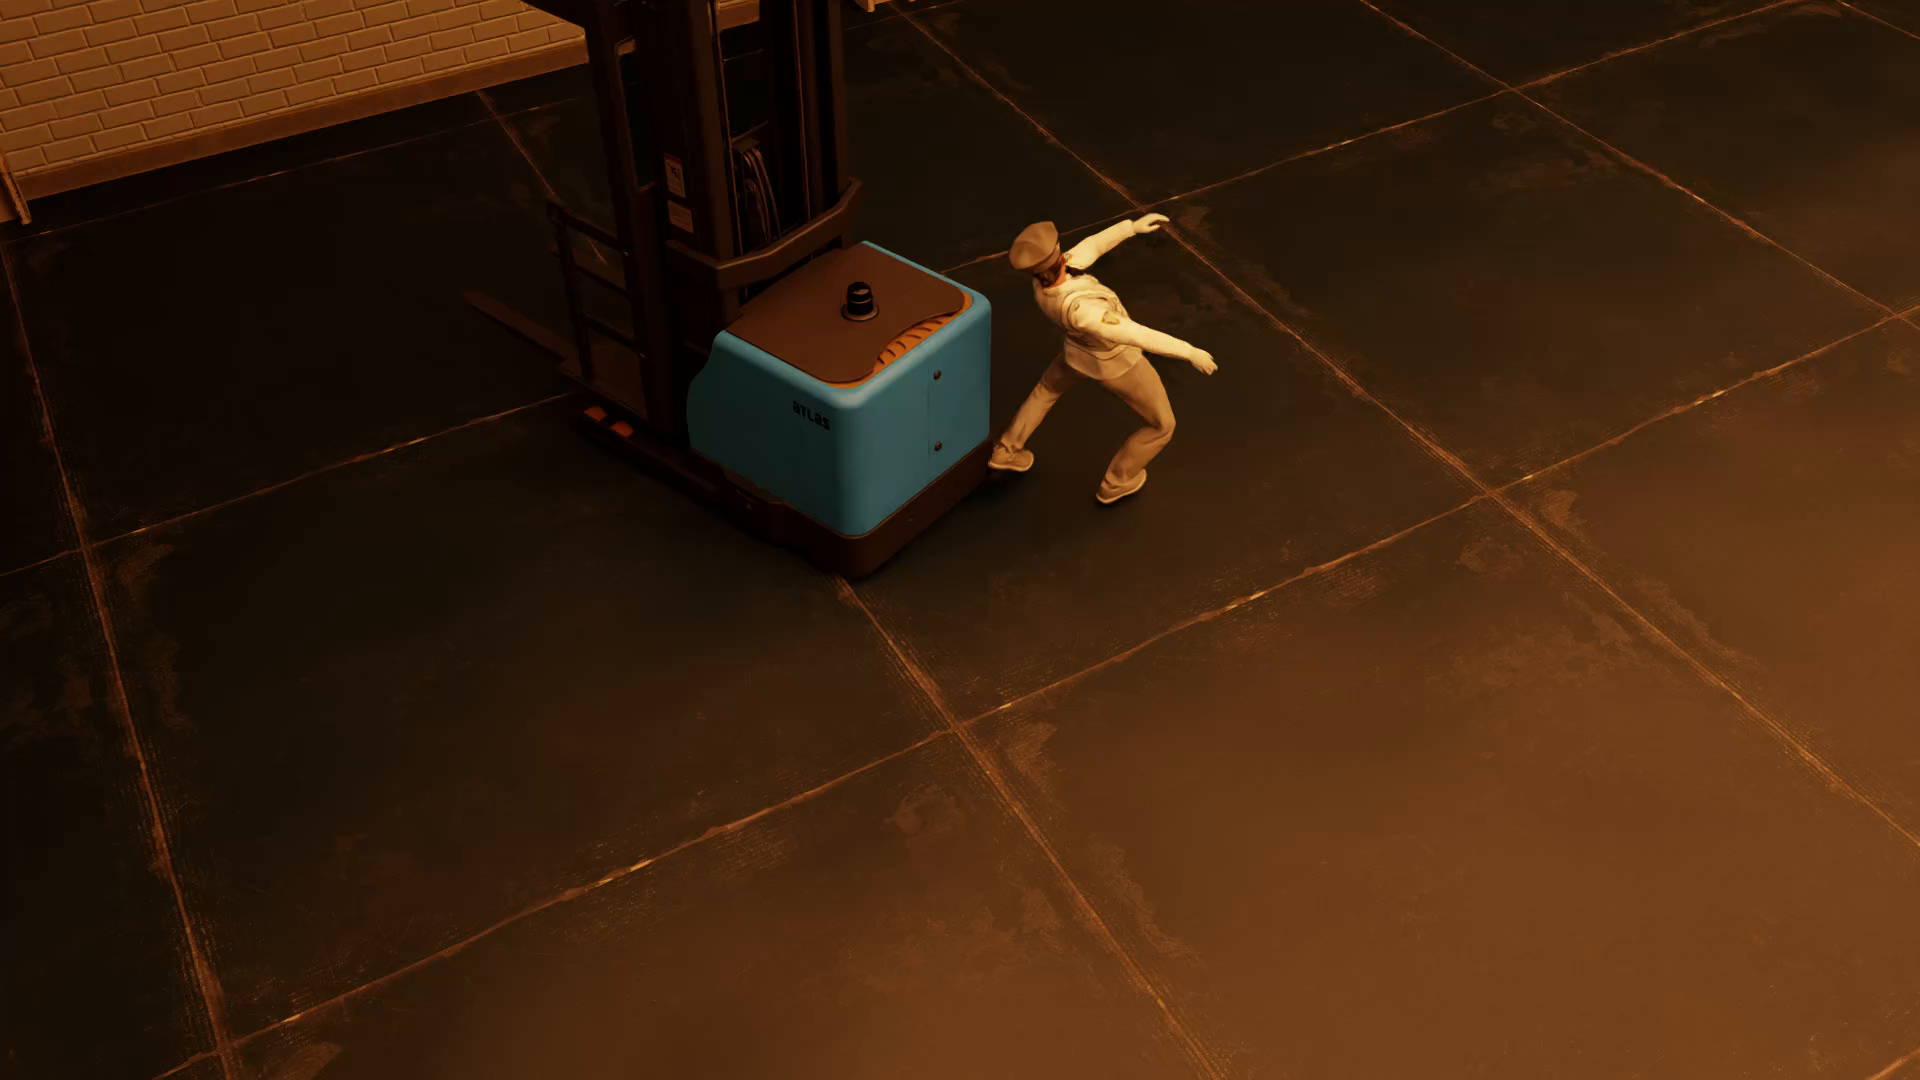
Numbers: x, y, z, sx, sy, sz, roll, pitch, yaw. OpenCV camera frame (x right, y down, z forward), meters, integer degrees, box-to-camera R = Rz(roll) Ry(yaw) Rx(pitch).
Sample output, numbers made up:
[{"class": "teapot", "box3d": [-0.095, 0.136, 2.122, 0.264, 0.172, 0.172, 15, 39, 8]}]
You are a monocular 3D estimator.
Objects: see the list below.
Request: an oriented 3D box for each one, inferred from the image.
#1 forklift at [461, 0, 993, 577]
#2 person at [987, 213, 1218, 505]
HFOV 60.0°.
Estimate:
[{"class": "forklift", "box3d": [-1.304, -1.751, 7.586, 3.031, 2.935, 1.130, 29, 50, 28]}, {"class": "person", "box3d": [0.704, -0.776, 7.578, 0.951, 1.447, 0.742, 32, 51, 30]}]
